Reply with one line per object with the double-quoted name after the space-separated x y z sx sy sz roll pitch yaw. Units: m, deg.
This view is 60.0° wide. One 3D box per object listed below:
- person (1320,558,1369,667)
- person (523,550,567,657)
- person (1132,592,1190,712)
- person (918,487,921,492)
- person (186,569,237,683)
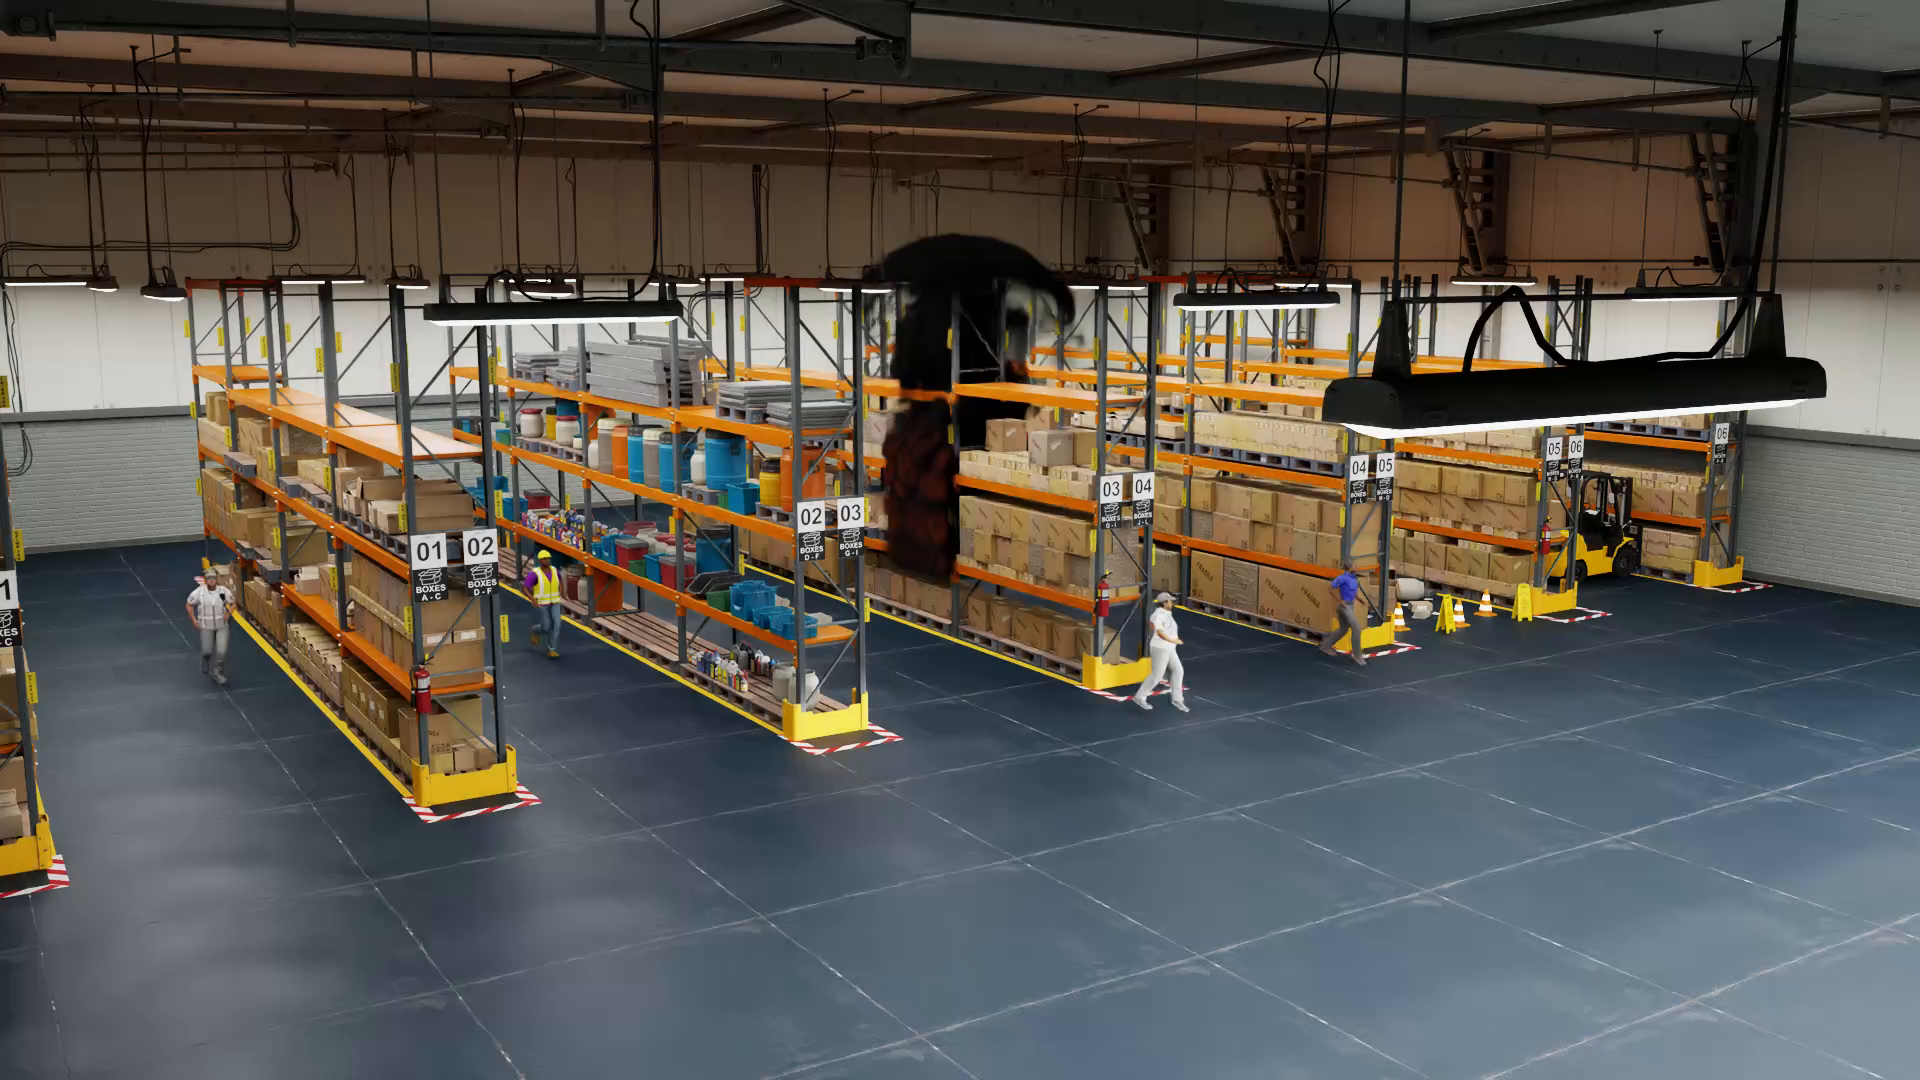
6.152 1.135 26.406 0.825 1.681 0.585 6 11 30 "person"
-6.670 1.017 26.822 0.710 1.734 0.723 -8 13 -41 "person"
2.888 1.583 23.626 0.802 1.697 0.652 2 10 13 "person"
-1.004 -1.769 43.443 0.718 1.738 0.627 -9 13 -43 "person"
-11.278 1.289 25.130 0.692 1.755 0.611 -5 11 -29 "person"
